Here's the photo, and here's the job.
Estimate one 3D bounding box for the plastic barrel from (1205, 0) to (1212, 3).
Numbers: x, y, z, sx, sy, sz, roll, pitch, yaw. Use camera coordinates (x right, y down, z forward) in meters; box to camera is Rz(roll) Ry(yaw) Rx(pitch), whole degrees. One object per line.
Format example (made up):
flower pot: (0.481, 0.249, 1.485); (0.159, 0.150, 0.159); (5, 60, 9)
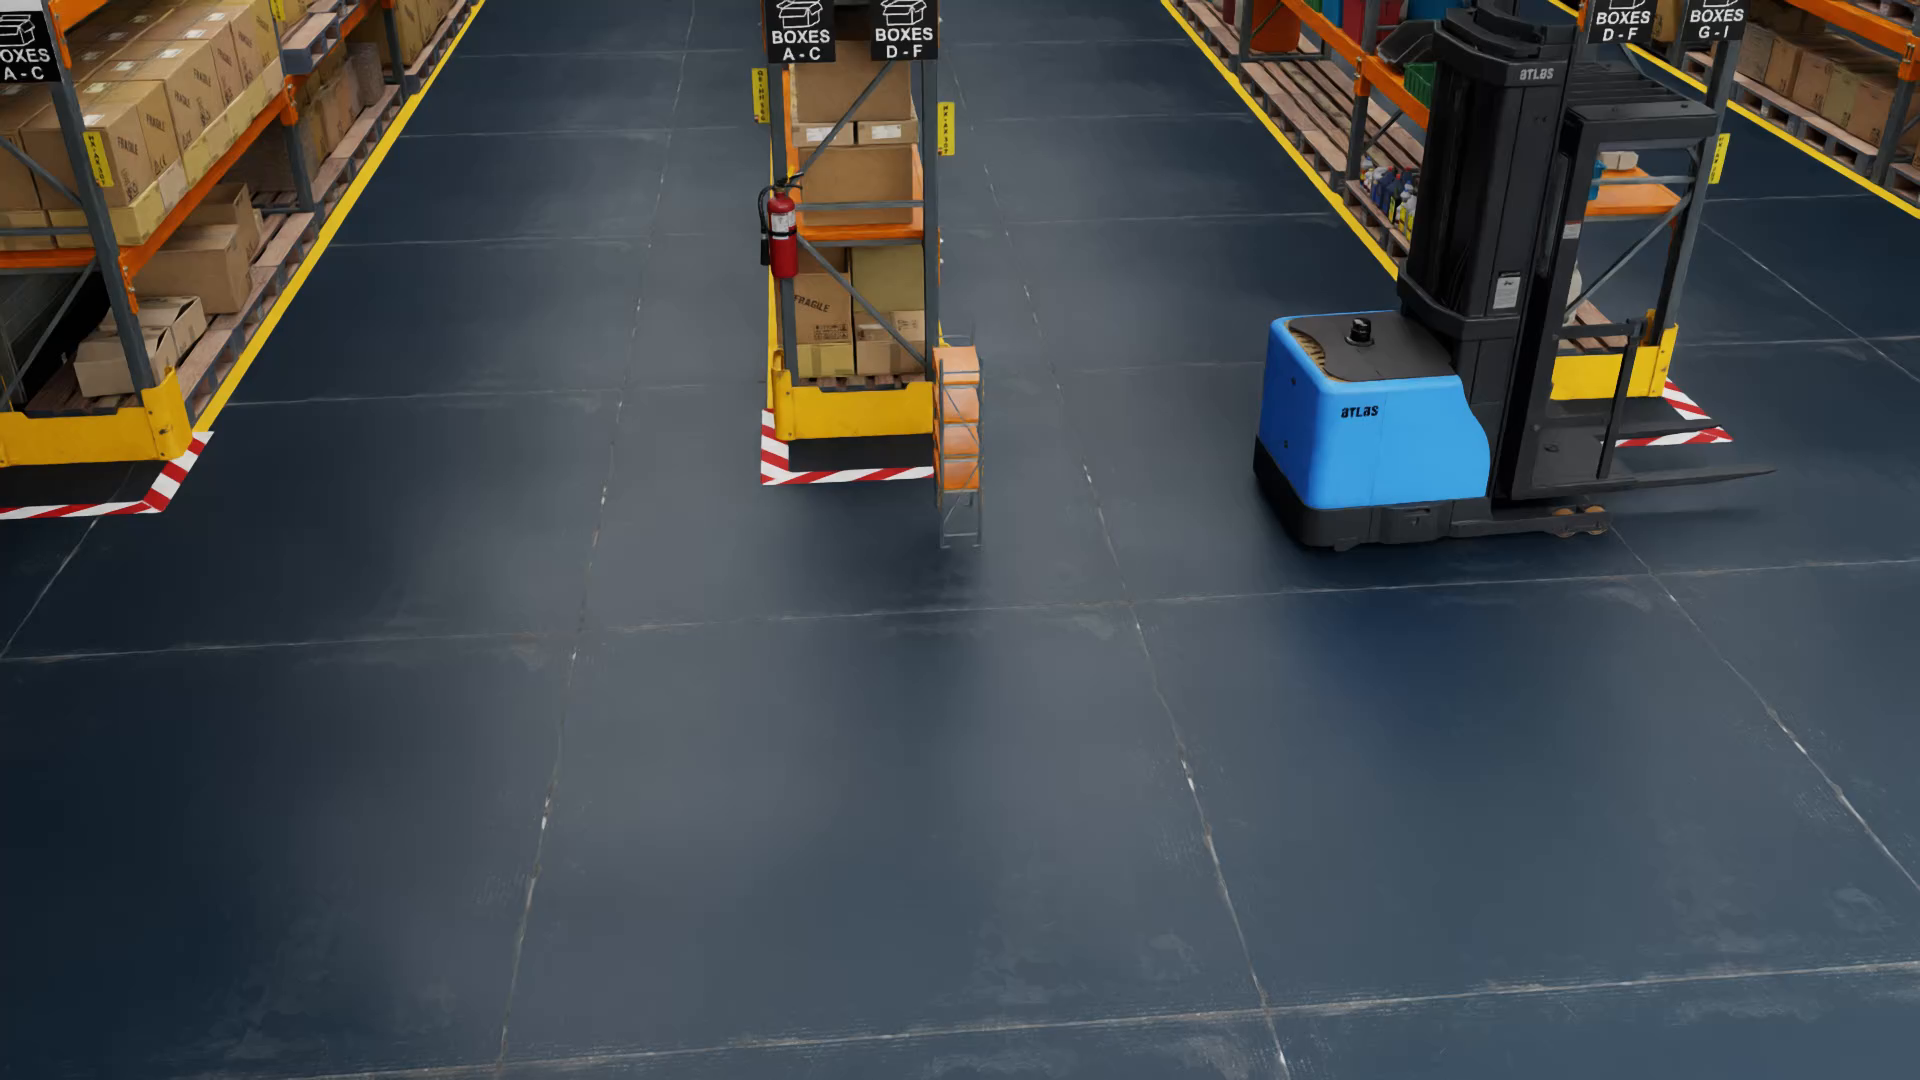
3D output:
plastic barrel: (3.273, -7.063, 20.286); (0.600, 0.901, 0.708); (-3, 31, -5)

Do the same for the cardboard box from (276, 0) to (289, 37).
cardboard box: (-5.956, -4.358, 13.594); (0.700, 0.500, 0.500); (-3, 31, -4)

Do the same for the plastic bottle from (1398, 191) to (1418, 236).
plastic bottle: (3.640, -2.645, 13.407); (0.144, 0.351, 0.185); (-3, 31, -5)

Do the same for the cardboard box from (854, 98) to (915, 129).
cardboard box: (-0.487, -2.728, 10.662); (0.380, 0.149, 0.250); (-4, 31, -6)

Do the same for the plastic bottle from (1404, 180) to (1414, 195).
plastic bottle: (3.717, -2.856, 13.838); (0.097, 0.271, 0.097); (0, 31, 0)

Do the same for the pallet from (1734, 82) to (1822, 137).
pallet: (8.661, -4.401, 16.912); (1.003, 0.211, 1.213); (-3, 31, -5)

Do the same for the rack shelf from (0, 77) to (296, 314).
rack shelf: (-5.756, -2.534, 11.769); (1.077, 0.370, 4.000); (-3, 31, -5)

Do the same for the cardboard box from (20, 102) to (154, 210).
cardboard box: (-5.314, -2.346, 10.148); (0.500, 0.500, 0.500); (-3, 31, -5)

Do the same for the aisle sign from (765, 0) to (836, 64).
aisle sign: (-0.924, -3.130, 9.529); (0.394, 0.787, 0.004); (-3, 31, -5)

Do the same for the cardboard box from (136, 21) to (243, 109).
cardboard box: (-5.502, -3.392, 11.899); (0.500, 0.500, 0.500); (-4, 31, -6)

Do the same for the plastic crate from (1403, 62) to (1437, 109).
plastic crate: (3.767, -3.541, 12.960); (0.450, 0.188, 0.662); (-3, 31, -5)

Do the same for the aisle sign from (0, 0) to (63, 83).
aisle sign: (-5.264, -2.916, 9.171); (0.394, 0.787, 0.004); (-3, 31, -5)

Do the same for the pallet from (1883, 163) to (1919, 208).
pallet: (8.950, -3.038, 14.630); (1.003, 0.211, 1.213); (-3, 31, -5)

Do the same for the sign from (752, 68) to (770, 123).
sign: (-1.179, -2.641, 9.887); (0.100, 0.325, 0.005); (-3, 31, -5)

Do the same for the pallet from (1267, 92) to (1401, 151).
pallet: (3.692, -4.165, 16.517); (1.003, 0.211, 1.213); (-3, 31, -5)

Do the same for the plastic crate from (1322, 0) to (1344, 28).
plastic crate: (3.508, -4.880, 15.011); (0.392, 0.384, 0.575); (-3, 31, -5)

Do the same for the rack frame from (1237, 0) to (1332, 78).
rack frame: (3.547, -6.381, 17.508); (1.000, 3.000, 0.127); (-3, 31, -5)

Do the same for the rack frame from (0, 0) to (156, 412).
rack frame: (-5.569, -1.822, 9.875); (1.000, 3.000, 0.127); (-3, 31, -5)

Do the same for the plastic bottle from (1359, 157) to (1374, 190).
plastic bottle: (3.514, -3.173, 14.368); (0.097, 0.271, 0.097); (0, 31, 0)

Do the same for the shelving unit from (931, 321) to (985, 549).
shelving unit: (-0.015, -0.600, 9.584); (0.258, 1.200, 0.503); (-3, 31, -5)

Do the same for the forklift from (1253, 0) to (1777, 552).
forklift: (3.385, -1.537, 9.466); (3.031, 2.935, 1.130); (-5, 31, -8)

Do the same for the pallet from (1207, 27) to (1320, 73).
pallet: (3.432, -5.584, 18.894); (1.003, 0.211, 1.213); (-3, 31, -5)

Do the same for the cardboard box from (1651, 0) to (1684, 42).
cardboard box: (8.435, -6.240, 18.934); (1.225, 0.875, 0.875); (-4, 31, -7)

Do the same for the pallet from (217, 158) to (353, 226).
pallet: (-6.017, -3.065, 14.675); (1.003, 0.211, 1.213); (-3, 31, -5)

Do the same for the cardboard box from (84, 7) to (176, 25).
cardboard box: (-6.062, -3.616, 12.274); (0.500, 0.500, 0.500); (-3, 31, -5)

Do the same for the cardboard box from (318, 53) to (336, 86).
cardboard box: (-6.154, -4.423, 15.506); (0.500, 0.250, 0.500); (-3, 31, -5)

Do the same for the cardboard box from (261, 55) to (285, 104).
cardboard box: (-5.597, -3.581, 12.947); (0.500, 0.250, 0.500); (-3, 31, -4)

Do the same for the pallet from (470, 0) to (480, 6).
pallet: (-6.683, -7.143, 21.504); (1.003, 0.211, 1.213); (-3, 31, -5)

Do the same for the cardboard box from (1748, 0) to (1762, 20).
cardboard box: (8.571, -5.715, 17.671); (0.500, 0.250, 0.500); (-2, 31, -3)

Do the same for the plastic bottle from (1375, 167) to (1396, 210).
plastic bottle: (3.583, -2.959, 13.932); (0.144, 0.351, 0.185); (-2, 31, -3)

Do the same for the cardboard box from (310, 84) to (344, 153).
cardboard box: (-6.134, -3.879, 15.327); (0.700, 0.500, 0.500); (-2, 31, -4)

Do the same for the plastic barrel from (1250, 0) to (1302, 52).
plastic barrel: (3.484, -5.879, 18.374); (0.600, 0.830, 0.708); (-3, 31, -5)

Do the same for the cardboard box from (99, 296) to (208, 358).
cardboard box: (-5.597, -1.505, 11.538); (0.500, 0.311, 0.500); (0, 31, 0)

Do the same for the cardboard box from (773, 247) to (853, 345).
cardboard box: (-0.984, -1.643, 11.115); (0.500, 0.500, 0.500); (-3, 31, -5)

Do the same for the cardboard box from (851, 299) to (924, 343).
cardboard box: (-0.516, -1.601, 11.777); (0.500, 0.250, 0.500); (-3, 31, -5)

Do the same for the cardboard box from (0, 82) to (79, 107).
cardboard box: (-5.862, -2.576, 10.533); (0.500, 0.500, 0.500); (-2, 31, -4)

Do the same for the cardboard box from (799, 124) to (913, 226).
cardboard box: (-0.668, -2.343, 10.650); (0.700, 0.500, 0.500); (-3, 31, -5)

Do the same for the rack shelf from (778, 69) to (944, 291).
rack shelf: (-0.824, -2.774, 12.170); (1.077, 0.370, 4.000); (-3, 31, -5)

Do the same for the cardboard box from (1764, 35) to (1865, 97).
cardboard box: (8.685, -4.821, 16.905); (0.700, 0.500, 0.500); (0, 31, 0)

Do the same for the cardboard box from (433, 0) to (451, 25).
cardboard box: (-6.414, -6.427, 19.271); (0.750, 0.750, 0.750); (-2, 31, -3)

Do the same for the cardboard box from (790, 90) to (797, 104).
cardboard box: (-0.913, -2.833, 10.837); (0.380, 0.149, 0.250); (-3, 31, -5)

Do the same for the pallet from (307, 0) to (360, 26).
pallet: (-6.091, -4.815, 15.074); (1.003, 0.211, 1.213); (-3, 31, -5)

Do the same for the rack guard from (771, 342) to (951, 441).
rack guard: (-0.635, -0.976, 10.896); (1.175, 0.500, 0.348); (-3, 31, -5)

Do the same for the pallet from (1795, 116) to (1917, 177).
pallet: (8.778, -3.776, 15.867); (1.003, 0.211, 1.213); (-3, 31, -5)

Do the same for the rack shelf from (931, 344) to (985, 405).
rack shelf: (-0.015, -0.937, 9.382); (0.258, 0.148, 0.480); (-3, 31, -5)

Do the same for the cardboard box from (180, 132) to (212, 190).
cardboard box: (-5.403, -2.555, 11.230); (0.500, 0.250, 0.500); (-3, 31, -5)
